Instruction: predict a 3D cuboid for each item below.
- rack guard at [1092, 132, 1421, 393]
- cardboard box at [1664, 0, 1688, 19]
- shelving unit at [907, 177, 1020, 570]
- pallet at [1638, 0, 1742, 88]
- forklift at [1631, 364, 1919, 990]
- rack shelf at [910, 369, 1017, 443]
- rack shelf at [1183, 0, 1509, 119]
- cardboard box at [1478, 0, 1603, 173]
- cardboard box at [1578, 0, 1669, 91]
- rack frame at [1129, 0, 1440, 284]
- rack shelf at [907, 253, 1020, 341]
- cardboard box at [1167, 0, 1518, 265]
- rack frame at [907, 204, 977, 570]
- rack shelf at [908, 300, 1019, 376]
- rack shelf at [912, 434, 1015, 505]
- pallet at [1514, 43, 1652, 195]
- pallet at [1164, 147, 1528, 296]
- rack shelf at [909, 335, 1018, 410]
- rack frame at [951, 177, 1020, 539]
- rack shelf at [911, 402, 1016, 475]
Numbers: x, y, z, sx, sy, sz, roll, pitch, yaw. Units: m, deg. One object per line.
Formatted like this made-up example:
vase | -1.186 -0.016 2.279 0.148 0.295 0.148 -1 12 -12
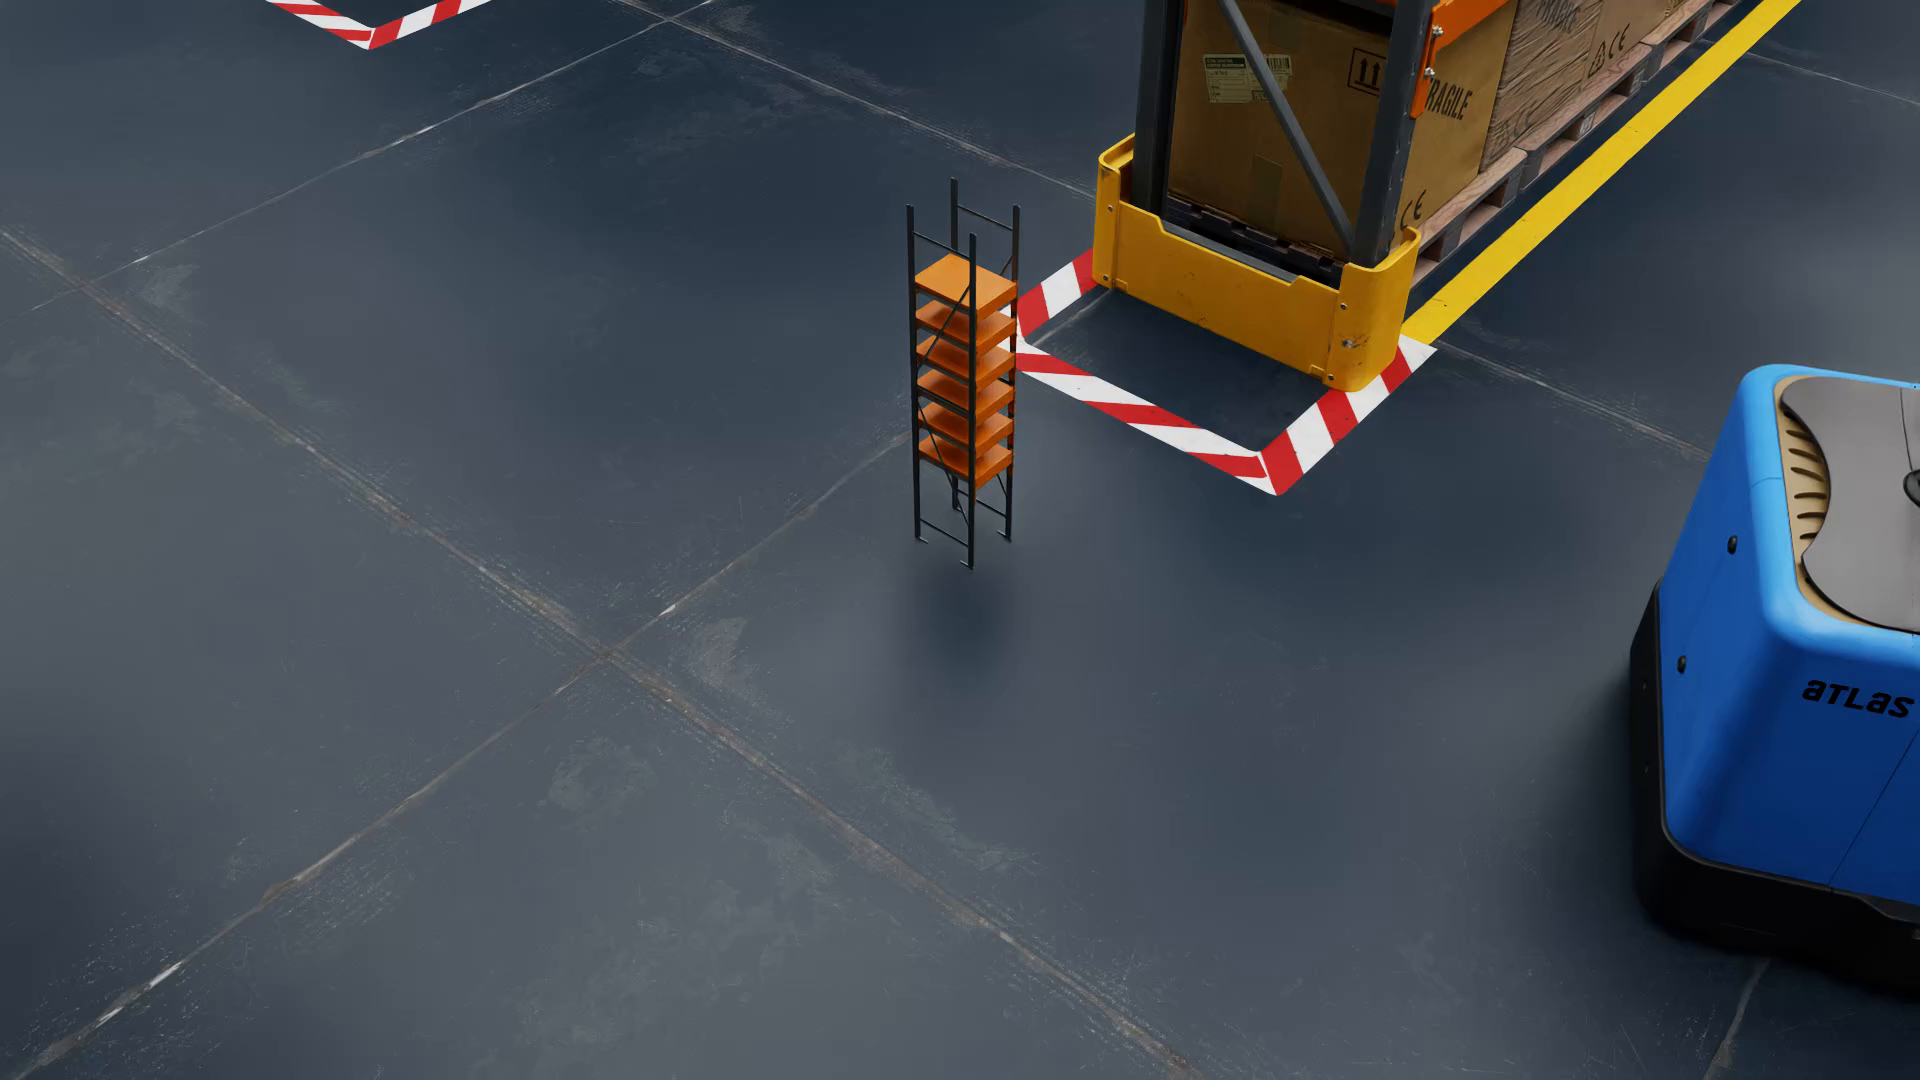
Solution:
rack guard | 1.034 -1.024 6.004 1.175 0.500 0.348 29 50 28
cardboard box | 3.138 -3.085 7.680 0.875 0.875 0.875 29 50 28
shelving unit | 0.009 -0.451 4.855 0.258 1.200 0.189 29 50 28
pallet | 3.075 -2.631 7.987 1.003 0.211 1.213 29 50 28
forklift | 3.273 -0.161 3.248 3.031 2.935 1.130 11 43 12
rack shelf | 0.009 -0.419 4.884 0.258 0.103 0.180 29 50 28
rack shelf | 2.337 -2.724 6.551 1.077 0.370 4.000 29 50 28
cardboard box | 1.986 -2.163 6.666 0.875 0.875 0.875 29 50 28
cardboard box | 2.559 -2.621 7.170 0.875 0.875 0.875 29 50 28
rack frame | 1.050 -1.961 5.177 1.000 3.000 0.127 29 50 28
rack shelf | 0.009 -0.685 4.642 0.258 0.103 0.180 29 50 28
cardboard box | 1.400 -1.694 6.151 0.875 0.875 0.875 29 50 28
rack frame | -0.050 -0.404 4.803 0.240 1.200 0.006 29 50 28
rack shelf | 0.009 -0.596 4.723 0.258 0.103 0.180 29 50 28
rack shelf | 0.009 -0.241 5.046 0.258 0.103 0.180 29 50 28
pallet | 2.290 -2.000 7.293 1.003 0.211 1.213 29 50 28
pallet | 1.504 -1.375 6.605 1.003 0.211 1.213 29 50 28
rack shelf | 0.009 -0.507 4.804 0.258 0.103 0.180 29 50 28
rack frame | 0.068 -0.498 4.906 0.240 1.200 0.006 29 50 28
rack shelf | 0.009 -0.330 4.965 0.258 0.103 0.180 29 50 28
